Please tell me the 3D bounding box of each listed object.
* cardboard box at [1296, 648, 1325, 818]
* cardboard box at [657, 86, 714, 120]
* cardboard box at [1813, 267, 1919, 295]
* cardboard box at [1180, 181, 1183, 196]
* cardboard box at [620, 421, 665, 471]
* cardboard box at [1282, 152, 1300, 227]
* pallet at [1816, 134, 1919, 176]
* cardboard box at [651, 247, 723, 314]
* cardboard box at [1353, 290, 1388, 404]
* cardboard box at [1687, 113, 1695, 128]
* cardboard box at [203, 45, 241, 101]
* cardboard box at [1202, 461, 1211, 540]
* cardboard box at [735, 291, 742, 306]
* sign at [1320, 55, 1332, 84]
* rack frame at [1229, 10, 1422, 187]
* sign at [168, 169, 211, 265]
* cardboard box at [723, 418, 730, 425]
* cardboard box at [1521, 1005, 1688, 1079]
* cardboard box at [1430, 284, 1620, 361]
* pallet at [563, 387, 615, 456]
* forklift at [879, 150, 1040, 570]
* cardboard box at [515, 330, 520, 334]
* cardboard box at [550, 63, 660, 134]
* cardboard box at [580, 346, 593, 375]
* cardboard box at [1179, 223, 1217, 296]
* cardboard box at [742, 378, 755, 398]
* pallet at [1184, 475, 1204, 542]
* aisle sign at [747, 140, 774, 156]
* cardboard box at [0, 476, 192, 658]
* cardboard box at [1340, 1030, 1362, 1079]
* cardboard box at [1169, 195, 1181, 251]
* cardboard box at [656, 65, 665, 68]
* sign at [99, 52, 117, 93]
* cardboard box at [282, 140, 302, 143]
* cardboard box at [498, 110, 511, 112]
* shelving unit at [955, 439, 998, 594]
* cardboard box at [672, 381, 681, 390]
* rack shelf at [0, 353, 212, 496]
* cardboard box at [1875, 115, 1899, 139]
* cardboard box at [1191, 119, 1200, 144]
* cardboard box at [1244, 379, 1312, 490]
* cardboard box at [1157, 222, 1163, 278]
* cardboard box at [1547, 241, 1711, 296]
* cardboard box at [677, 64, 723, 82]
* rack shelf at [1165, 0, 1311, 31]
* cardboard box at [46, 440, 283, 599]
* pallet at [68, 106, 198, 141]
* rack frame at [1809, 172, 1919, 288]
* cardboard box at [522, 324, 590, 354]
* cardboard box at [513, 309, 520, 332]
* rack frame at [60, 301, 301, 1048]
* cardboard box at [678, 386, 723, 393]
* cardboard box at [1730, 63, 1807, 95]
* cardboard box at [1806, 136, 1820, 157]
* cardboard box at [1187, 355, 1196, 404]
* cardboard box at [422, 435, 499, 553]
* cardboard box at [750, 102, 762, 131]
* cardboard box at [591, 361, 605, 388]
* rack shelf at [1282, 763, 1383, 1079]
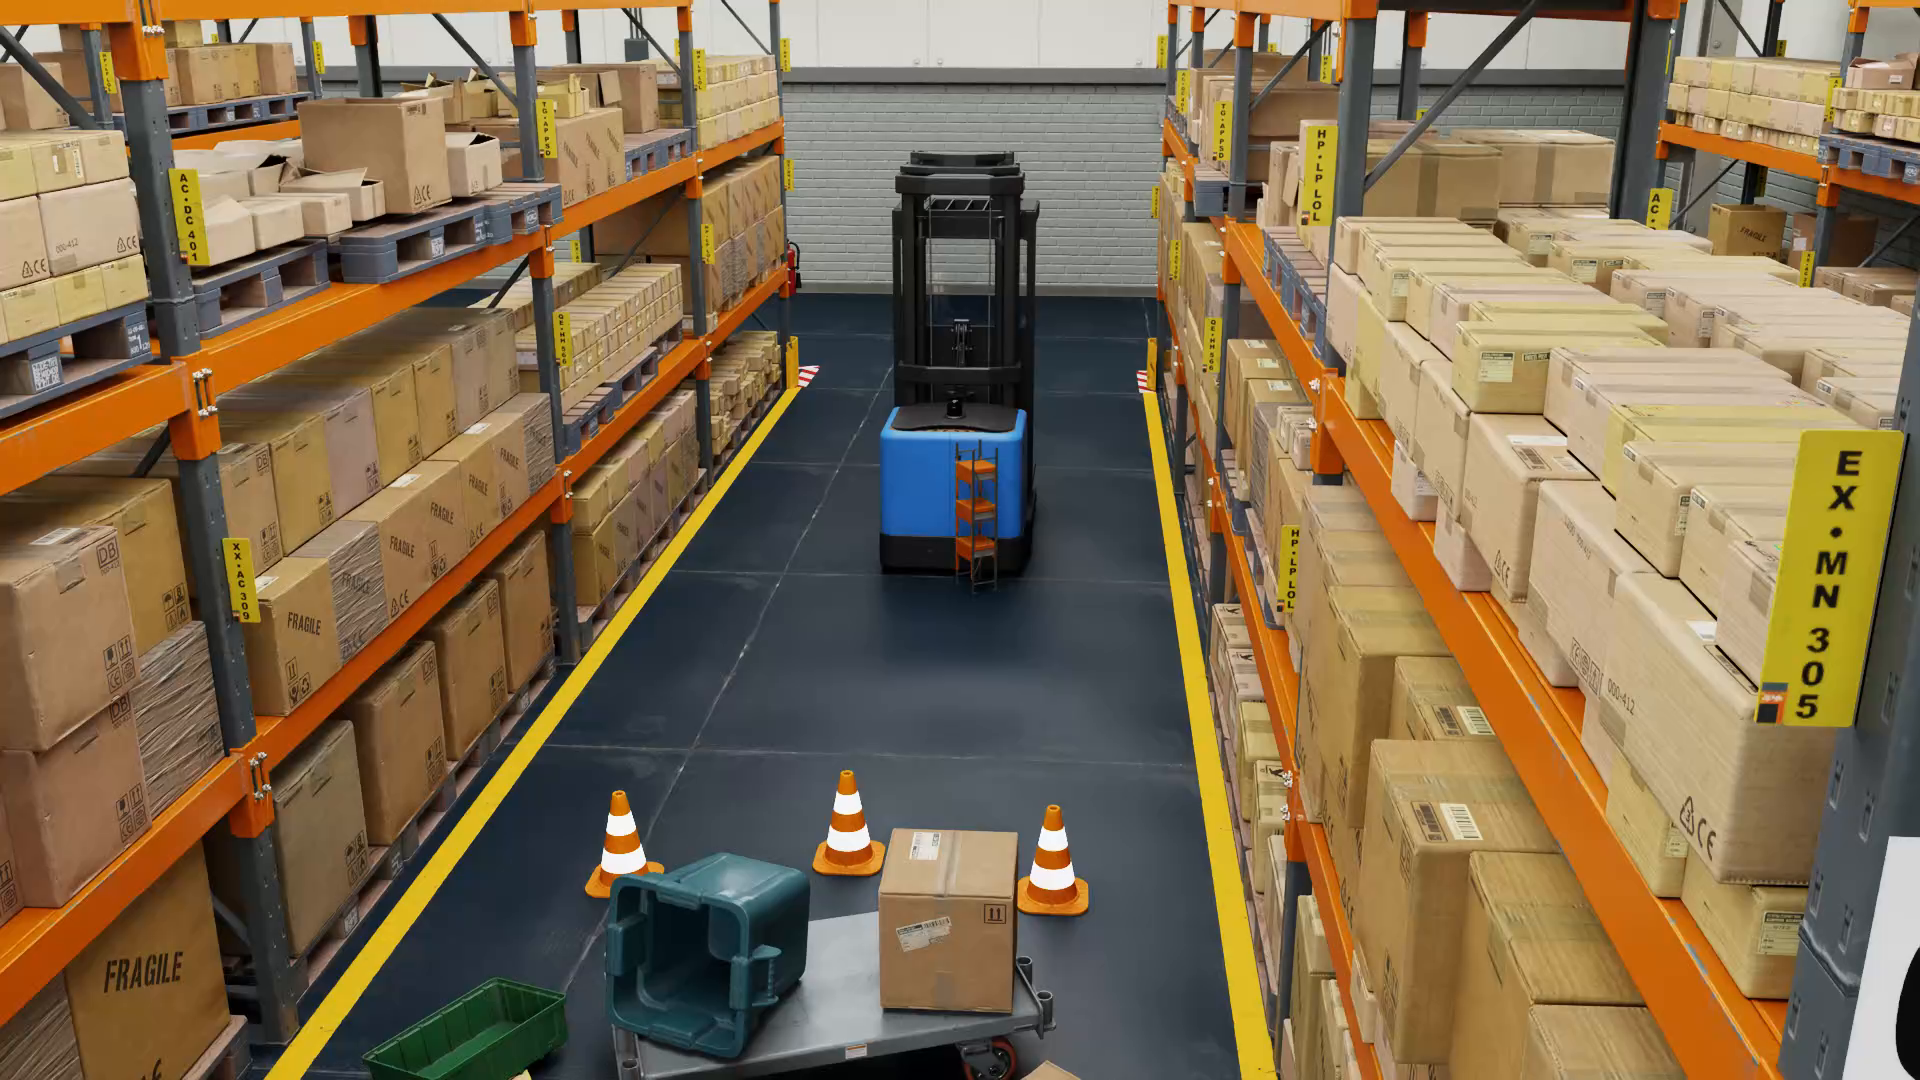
[{"bbox_3d":[1.433,0.608,5.612,0.500,0.500,0.500,1,18,4],"label":"cardboard box"},{"bbox_3d":[-2.355,-3.633,13.815,0.500,0.250,0.500,2,18,6],"label":"cardboard box"},{"bbox_3d":[7.009,-1.811,12.796,0.700,0.500,0.500,2,18,5],"label":"cardboard box"},{"bbox_3d":[2.175,-3.148,14.904,0.380,0.149,0.250,1,18,3],"label":"cardboard box"},{"bbox_3d":[-2.504,-0.705,12.392,0.500,0.250,0.500,0,18,1],"label":"cardboard box"},{"bbox_3d":[1.948,-1.576,7.933,0.797,0.503,0.637,1,18,4],"label":"cardboard box"},{"bbox_3d":[7.150,-2.844,12.269,1.213,0.211,1.003,1,18,4],"label":"pallet"},{"bbox_3d":[-2.342,-2.235,14.287,0.500,0.500,0.500,1,18,3],"label":"cardboard box"},{"bbox_3d":[1.410,-0.538,4.694,0.500,0.250,0.500,1,18,3],"label":"cardboard box"},{"bbox_3d":[7.306,-4.081,16.147,0.380,0.149,0.250,2,18,5],"label":"cardboard box"},{"bbox_3d":[-7.415,-4.505,16.043,0.700,0.500,0.500,0,18,0],"label":"cardboard box"},{"bbox_3d":[2.294,-0.533,12.471,0.875,0.875,0.875,2,18,6],"label":"cardboard box"},{"bbox_3d":[-2.236,-2.269,15.433,0.380,0.149,0.250,2,18,6],"label":"cardboard box"},{"bbox_3d":[2.858,-3.630,13.031,0.100,0.325,0.005,1,18,4],"label":"sign"},{"bbox_3d":[2.029,-3.427,8.930,1.000,3.000,0.127,1,18,4],"label":"rack frame"},{"bbox_3d":[-2.649,-1.110,5.718,0.100,0.325,0.005,1,18,4],"label":"sign"},{"bbox_3d":[-2.297,-1.009,15.090,0.380,0.149,0.250,1,18,4],"label":"cardboard box"},{"bbox_3d":[1.274,1.081,2.562,0.700,0.500,0.500,1,18,3],"label":"cardboard box"},{"bbox_3d":[1.355,-0.522,4.006,0.380,0.149,0.250,1,18,3],"label":"cardboard box"},{"bbox_3d":[-2.971,-0.788,10.818,1.213,0.211,1.003,1,18,4],"label":"pallet"},{"bbox_3d":[0.052,-1.588,13.063,1.130,2.935,3.031,1,18,4],"label":"forklift"},{"bbox_3d":[-3.262,-1.360,11.507,0.380,0.149,0.250,1,18,4],"label":"cardboard box"},{"bbox_3d":[-2.766,-3.455,12.997,0.700,0.500,0.500,1,18,4],"label":"cardboard box"},{"bbox_3d":[-2.648,-1.190,10.987,0.380,0.149,0.250,1,18,2],"label":"cardboard box"},{"bbox_3d":[1.997,-2.211,13.086,0.500,0.500,0.500,1,18,5],"label":"cardboard box"},{"bbox_3d":[-2.184,-1.468,16.011,0.380,0.149,0.250,1,18,4],"label":"cardboard box"},{"bbox_3d":[2.335,-0.252,13.353,1.003,0.211,1.213,1,18,4],"label":"pallet"},{"bbox_3d":[-2.038,-4.391,17.332,0.394,0.787,0.004,1,18,4],"label":"aisle sign"},{"bbox_3d":[-3.263,0.117,5.775,0.875,0.550,0.550,1,18,4],"label":"cardboard box"},{"bbox_3d":[1.310,1.567,4.819,0.380,0.149,0.250,2,18,7],"label":"cardboard box"},{"bbox_3d":[2.146,-2.809,14.913,0.500,0.500,0.500,2,18,5],"label":"cardboard box"},{"bbox_3d":[-2.758,-4.020,14.355,0.380,0.149,0.250,2,18,6],"label":"cardboard box"},{"bbox_3d":[-7.027,-3.851,13.706,0.100,0.325,0.005,1,18,4],"label":"sign"},{"bbox_3d":[-3.223,-1.881,8.435,0.500,0.250,0.500,2,18,5],"label":"cardboard box"},{"bbox_3d":[-3.065,-2.622,11.130,0.500,0.500,0.500,1,18,4],"label":"cardboard box"},{"bbox_3d":[0.117,-0.163,11.735,0.215,1.050,0.252,-9,20,-26],"label":"shelving unit"},{"bbox_3d":[-2.777,-1.378,15.259,0.380,0.149,0.250,2,18,6],"label":"cardboard box"},{"bbox_3d":[-3.346,0.125,4.063,1.077,0.370,4.000,1,18,4],"label":"rack shelf"},{"bbox_3d":[6.772,-2.941,11.832,0.380,0.149,0.250,2,18,5],"label":"cardboard box"},{"bbox_3d":[1.876,-2.947,11.984,0.380,0.166,0.250,0,18,0],"label":"cardboard box"},{"bbox_3d":[1.704,-0.503,8.327,0.500,0.500,0.500,2,18,5],"label":"cardboard box"},{"bbox_3d":[2.282,-2.966,16.995,0.500,0.500,0.500,1,18,3],"label":"cardboard box"},{"bbox_3d":[1.887,-0.754,4.713,0.380,0.149,0.250,2,18,5],"label":"cardboard box"},{"bbox_3d":[-2.290,-4.087,14.559,0.380,0.149,0.250,1,18,2],"label":"cardboard box"},{"bbox_3d":[2.459,-4.758,14.791,1.077,0.370,4.000,1,18,4],"label":"rack shelf"},{"bbox_3d":[-3.173,-0.090,6.614,0.700,0.500,0.500,1,18,3],"label":"cardboard box"},{"bbox_3d":[-7.500,-3.677,14.652,1.003,0.211,1.213,1,18,4],"label":"pallet"},{"bbox_3d":[7.267,-1.709,13.320,1.000,3.000,0.127,1,18,4],"label":"rack frame"},{"bbox_3d":[-2.651,-1.317,10.898,0.380,0.149,0.250,1,18,4],"label":"cardboard box"},{"bbox_3d":[-3.260,-1.498,11.450,0.380,0.149,0.250,1,18,4],"label":"cardboard box"},{"bbox_3d":[-3.202,0.587,6.314,1.000,3.000,0.127,1,18,4],"label":"rack frame"},{"bbox_3d":[-2.350,-1.291,14.995,0.380,0.149,0.250,1,18,3],"label":"cardboard box"},{"bbox_3d":[7.167,-4.079,14.699,0.500,0.250,0.500,2,18,5],"label":"cardboard box"},{"bbox_3d":[6.998,-3.133,13.253,0.380,0.149,0.250,1,18,4],"label":"cardboard box"},{"bbox_3d":[1.887,-1.142,11.831,0.500,0.250,0.500,1,18,3],"label":"cardboard box"},{"bbox_3d":[-2.753,-0.247,8.698,0.500,0.500,0.500,1,18,3],"label":"cardboard box"},{"bbox_3d":[-2.189,-4.034,15.842,0.500,0.250,0.500,2,18,6],"label":"cardboard box"},{"bbox_3d":[-2.626,-1.121,11.255,0.380,0.149,0.250,2,18,6],"label":"cardboard box"},{"bbox_3d":[1.599,1.629,4.289,1.077,0.370,4.000,1,18,4],"label":"rack shelf"}]
